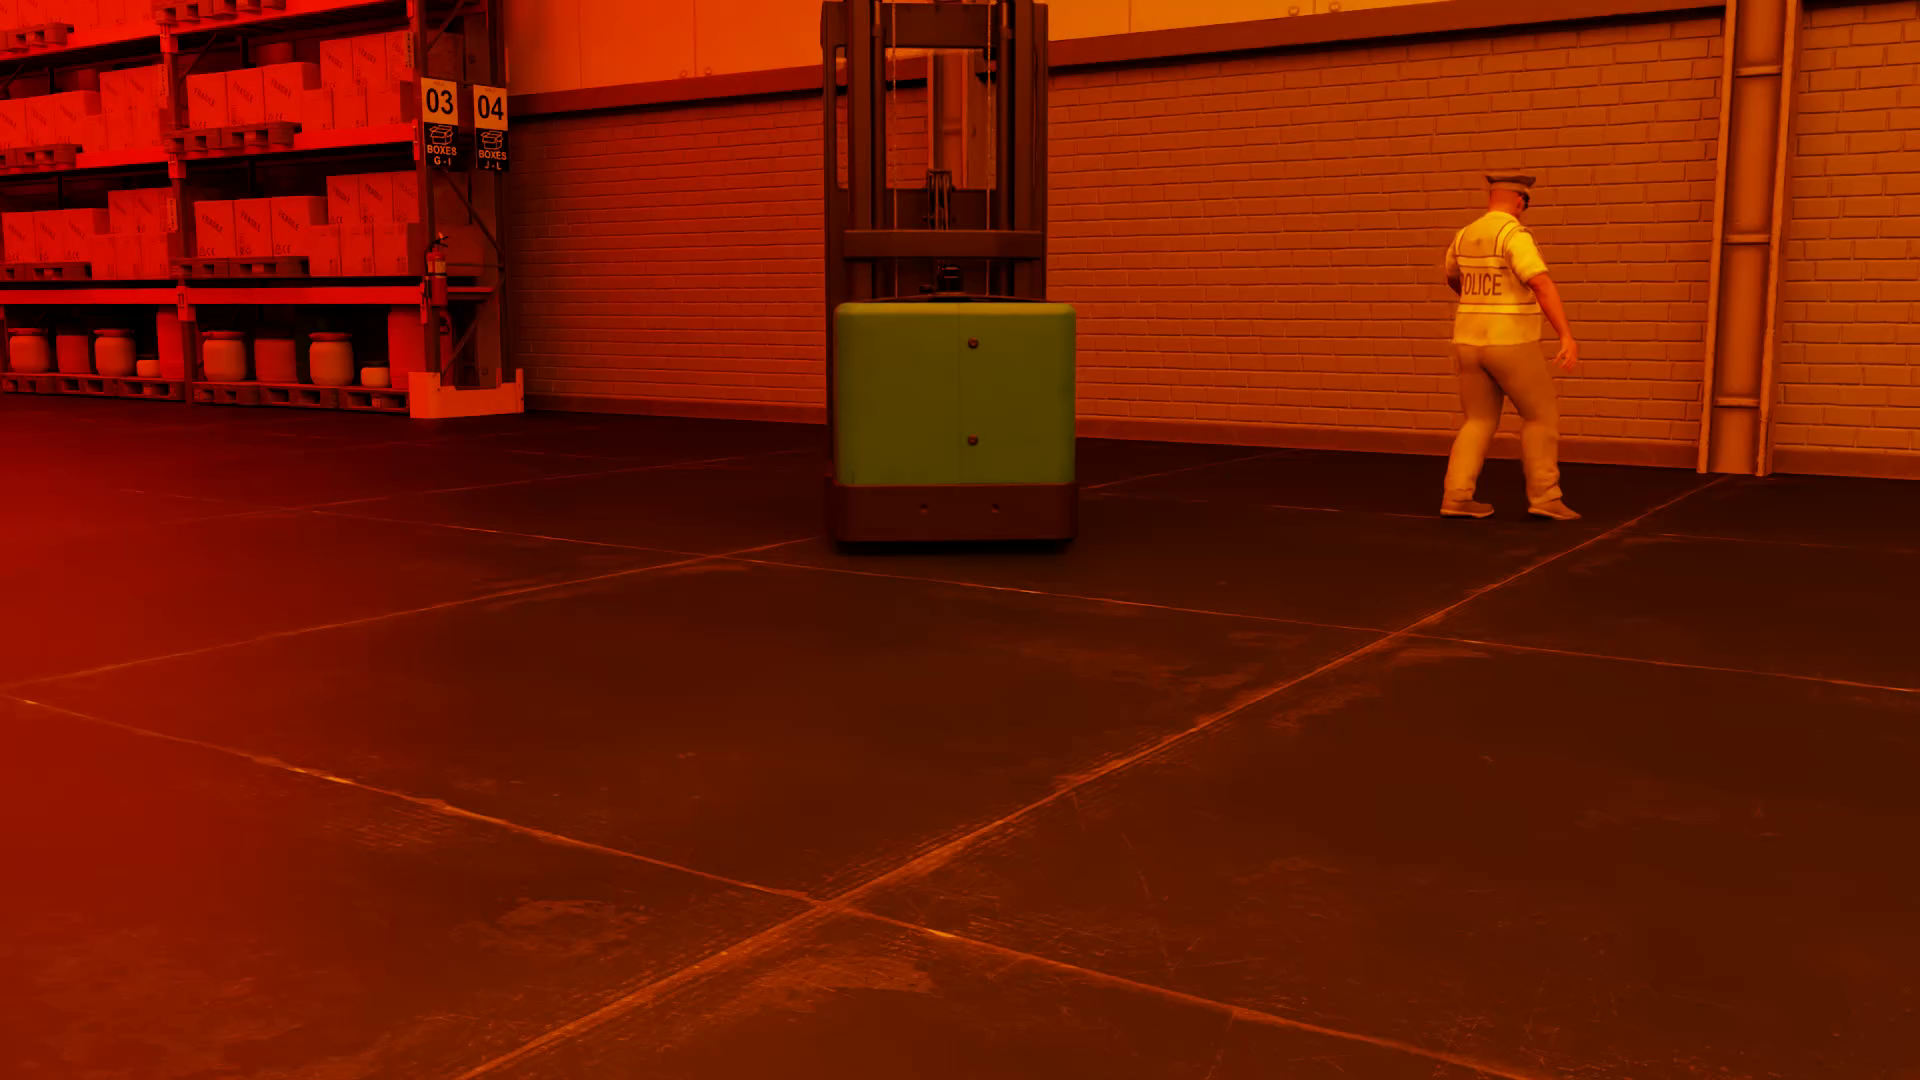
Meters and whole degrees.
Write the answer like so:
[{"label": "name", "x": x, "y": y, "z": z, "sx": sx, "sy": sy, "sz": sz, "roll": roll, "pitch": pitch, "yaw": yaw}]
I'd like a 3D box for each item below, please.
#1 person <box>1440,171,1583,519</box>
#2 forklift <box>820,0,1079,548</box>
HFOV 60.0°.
[{"label": "person", "x": 2.794, "y": -0.942, "z": 8.286, "sx": 0.694, "sy": 1.756, "sz": 1.011, "roll": -4, "pitch": 9, "yaw": -25}, {"label": "forklift", "x": -0.142, "y": -1.589, "z": 8.369, "sx": 1.130, "sy": 2.935, "sz": 3.031, "roll": -1, "pitch": 8, "yaw": -5}]
